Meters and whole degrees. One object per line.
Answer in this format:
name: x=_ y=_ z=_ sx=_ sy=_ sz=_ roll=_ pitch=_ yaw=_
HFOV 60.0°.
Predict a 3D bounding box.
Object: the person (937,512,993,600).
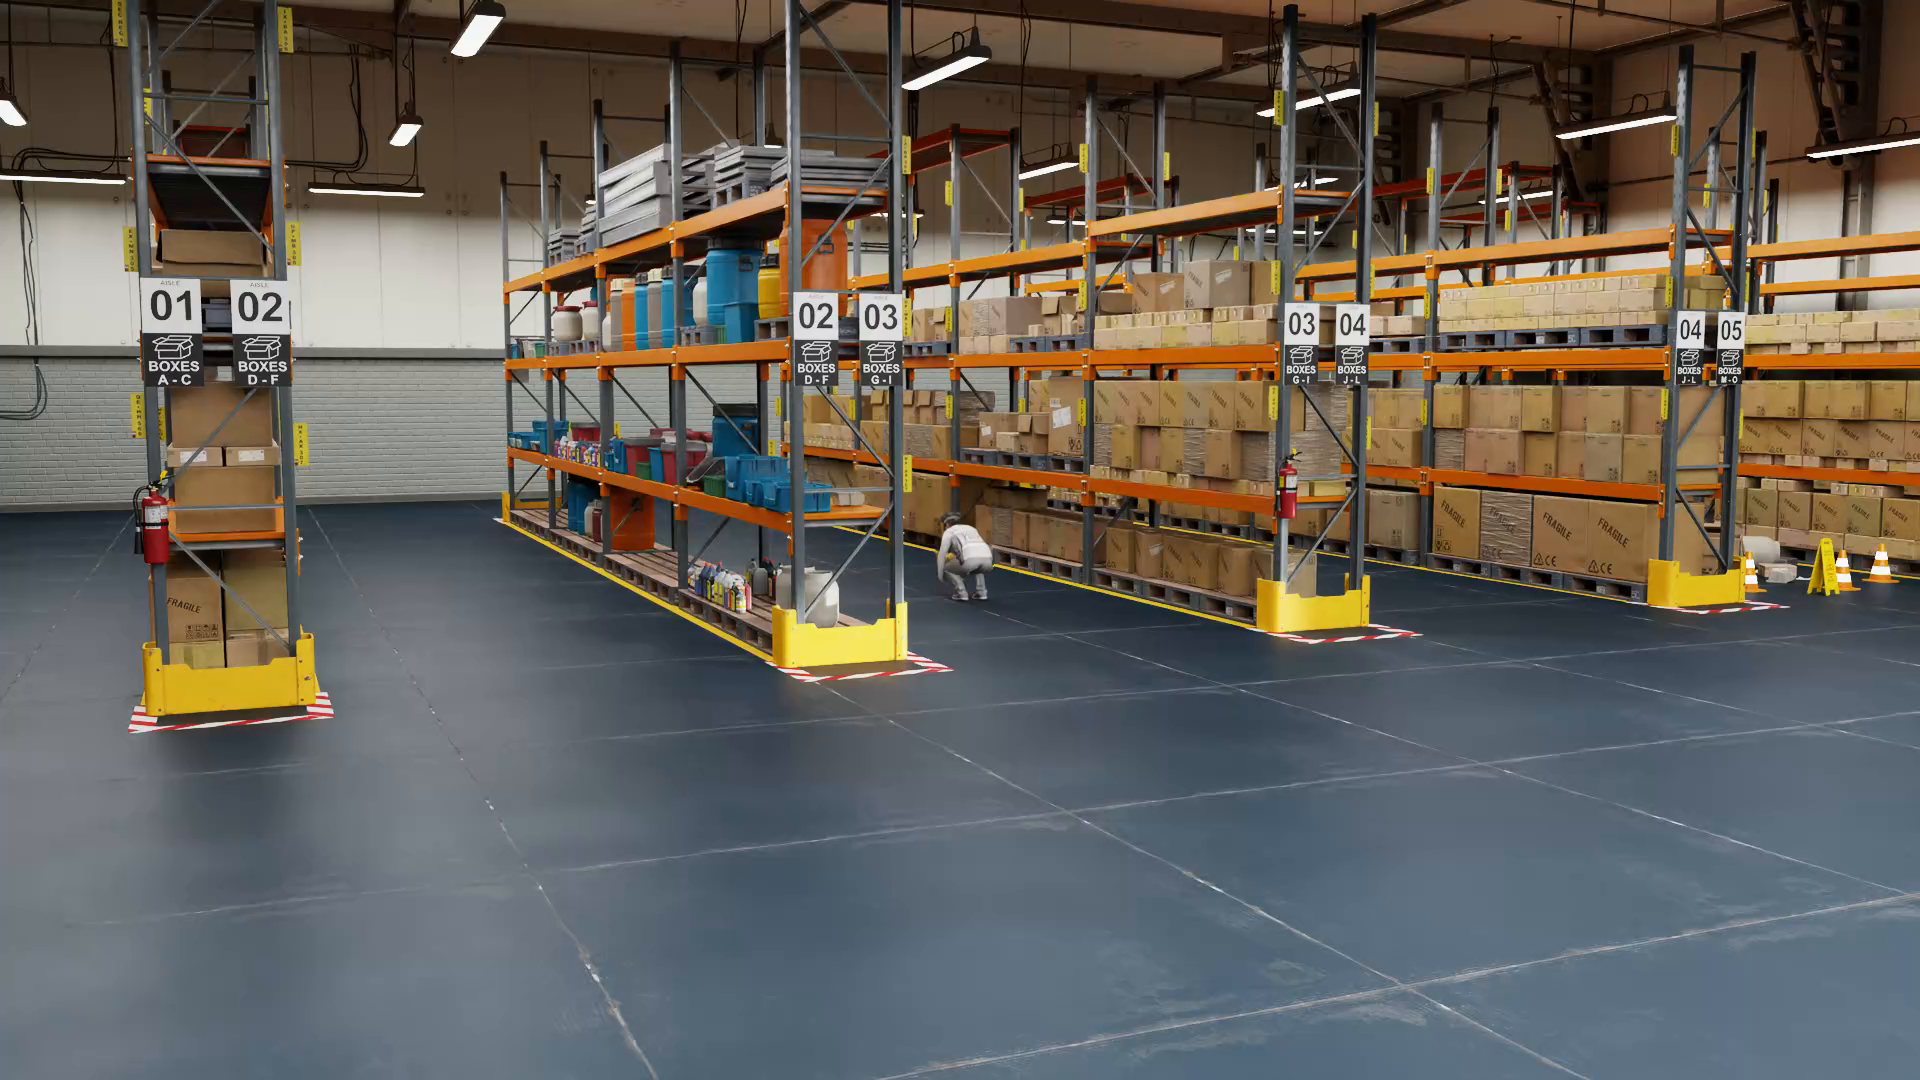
person: x=0.043 y=0.182 z=18.758 sx=0.492 sy=0.975 sz=0.820 roll=-2 pitch=6 yaw=-24
